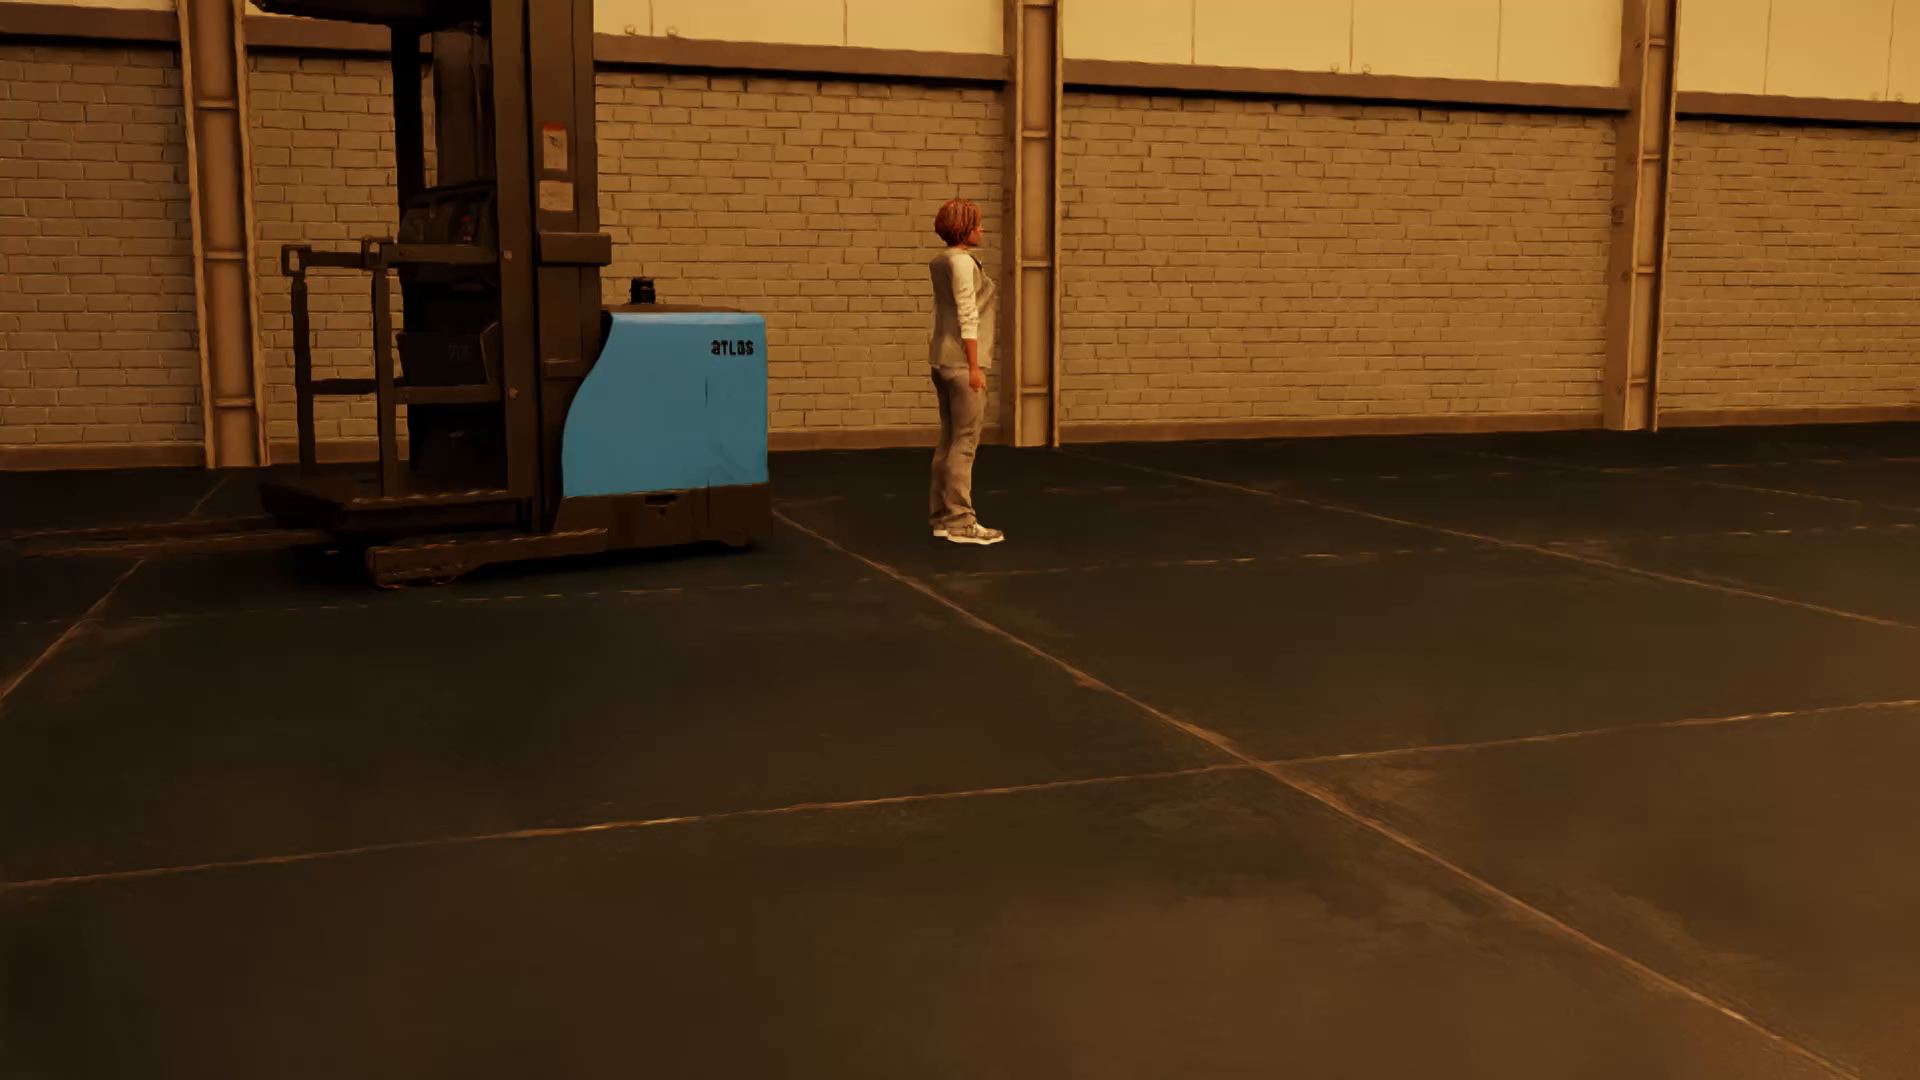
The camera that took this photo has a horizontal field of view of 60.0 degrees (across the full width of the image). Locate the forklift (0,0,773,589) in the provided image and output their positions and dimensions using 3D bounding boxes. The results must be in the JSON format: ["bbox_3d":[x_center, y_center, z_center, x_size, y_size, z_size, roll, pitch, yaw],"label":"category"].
[{"bbox_3d":[-2.327,-1.339,6.890,3.031,2.935,1.130,-6,10,-38],"label":"forklift"}]

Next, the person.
[{"bbox_3d":[0.008,-0.793,7.819,0.310,1.604,0.405,-3,8,-18],"label":"person"}]
